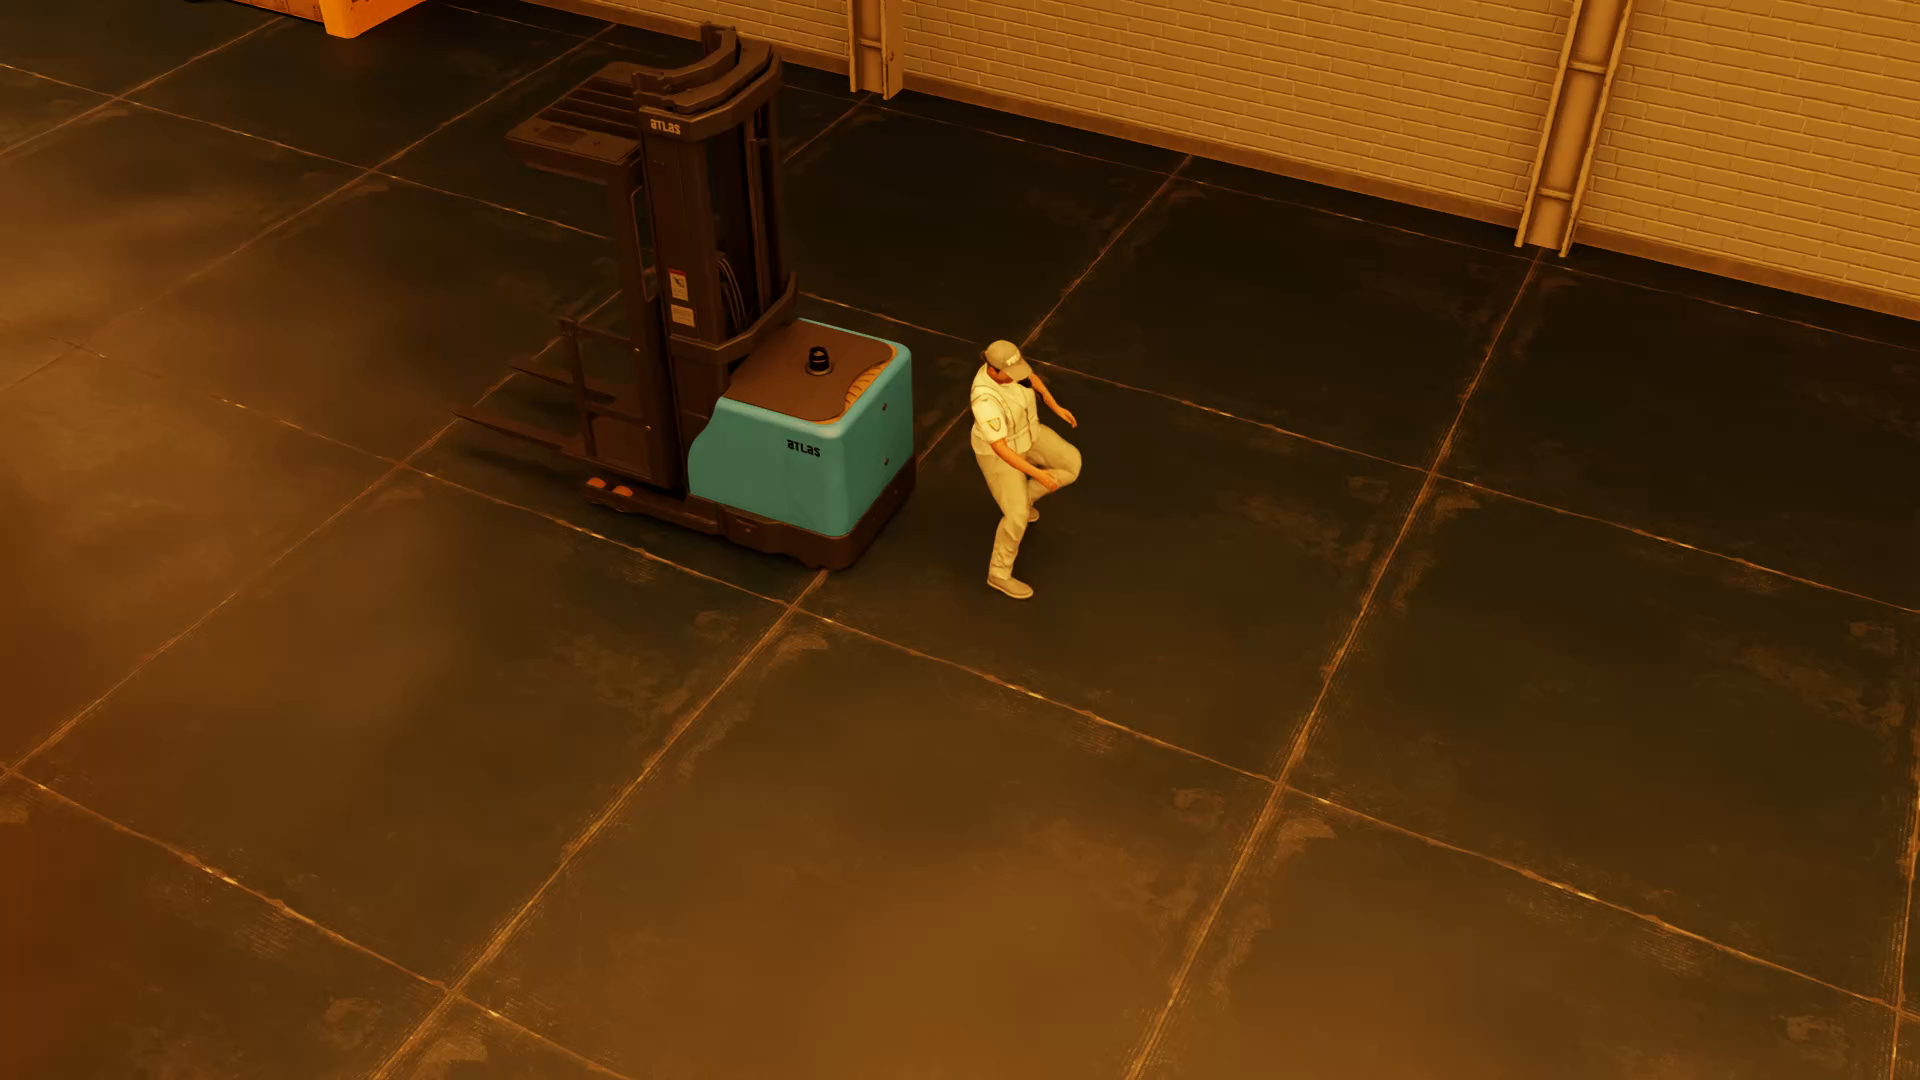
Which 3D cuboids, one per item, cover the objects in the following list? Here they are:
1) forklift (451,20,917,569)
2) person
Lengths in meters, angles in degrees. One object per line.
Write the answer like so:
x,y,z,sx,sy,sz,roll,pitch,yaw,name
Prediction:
-1.837,-1.587,9.870,3.031,2.935,1.130,17,43,19,forklift
0.374,-0.503,9.693,0.710,1.492,0.799,23,45,25,person
